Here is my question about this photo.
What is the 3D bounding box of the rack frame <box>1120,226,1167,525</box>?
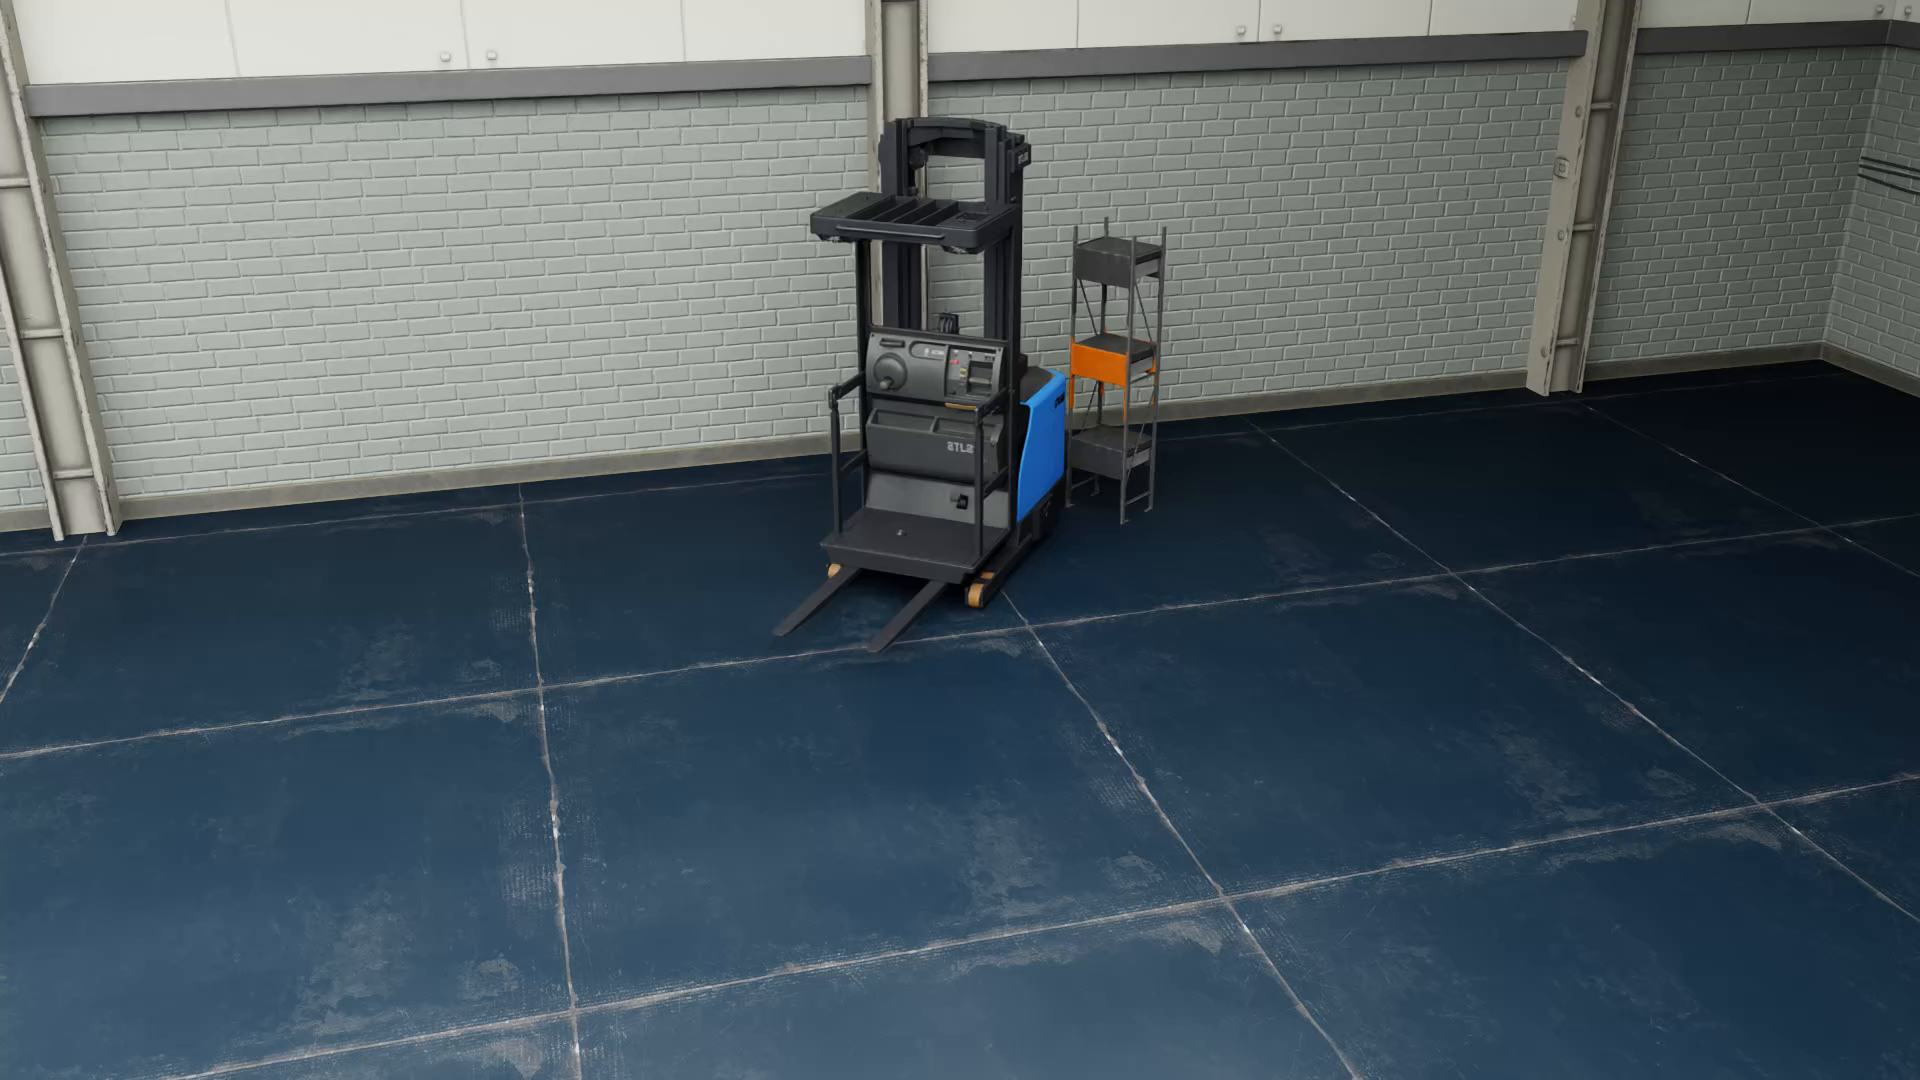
[{"bbox_3d":[1.291,-1.138,11.738,0.015,2.100,0.400,18,29,36],"label":"rack frame"}]

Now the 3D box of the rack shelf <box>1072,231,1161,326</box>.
[{"bbox_3d":[1.104,-1.830,11.612,0.480,0.518,0.431,18,29,36],"label":"rack shelf"}]

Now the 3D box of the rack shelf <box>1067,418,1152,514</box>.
[{"bbox_3d":[1.104,-0.544,12.164,0.480,0.518,0.431,18,29,36],"label":"rack shelf"}]

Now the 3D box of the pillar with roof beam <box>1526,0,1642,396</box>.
[{"bbox_3d":[6.475,-3.854,9.319,0.400,9.000,9.100,-6,24,-14],"label":"pillar with roof beam"}]

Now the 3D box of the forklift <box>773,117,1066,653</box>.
[{"bbox_3d":[-0.244,-1.091,10.575,1.130,2.935,3.031,9,25,20],"label":"forklift"}]

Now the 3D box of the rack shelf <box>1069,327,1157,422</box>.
[{"bbox_3d":[1.104,-1.187,11.888,0.480,0.518,0.431,18,29,36],"label":"rack shelf"}]

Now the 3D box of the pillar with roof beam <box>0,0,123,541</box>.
[{"bbox_3d":[-5.079,-2.576,6.340,0.400,9.000,9.100,-6,24,-14],"label":"pillar with roof beam"}]

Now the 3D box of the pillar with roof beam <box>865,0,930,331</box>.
[{"bbox_3d":[0.698,-3.215,7.830,0.400,9.000,9.100,-6,24,-14],"label":"pillar with roof beam"}]

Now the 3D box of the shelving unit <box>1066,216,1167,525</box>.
[{"bbox_3d":[1.104,-1.199,11.882,0.503,2.100,0.431,18,29,36],"label":"shelving unit"}]

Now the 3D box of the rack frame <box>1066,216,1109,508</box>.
[{"bbox_3d":[0.917,-1.261,12.027,0.015,2.100,0.400,18,29,36],"label":"rack frame"}]

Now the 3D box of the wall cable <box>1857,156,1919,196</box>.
[{"bbox_3d":[8.506,-3.873,13.302,0.112,2.526,3.097,-6,24,-14],"label":"wall cable"}]
